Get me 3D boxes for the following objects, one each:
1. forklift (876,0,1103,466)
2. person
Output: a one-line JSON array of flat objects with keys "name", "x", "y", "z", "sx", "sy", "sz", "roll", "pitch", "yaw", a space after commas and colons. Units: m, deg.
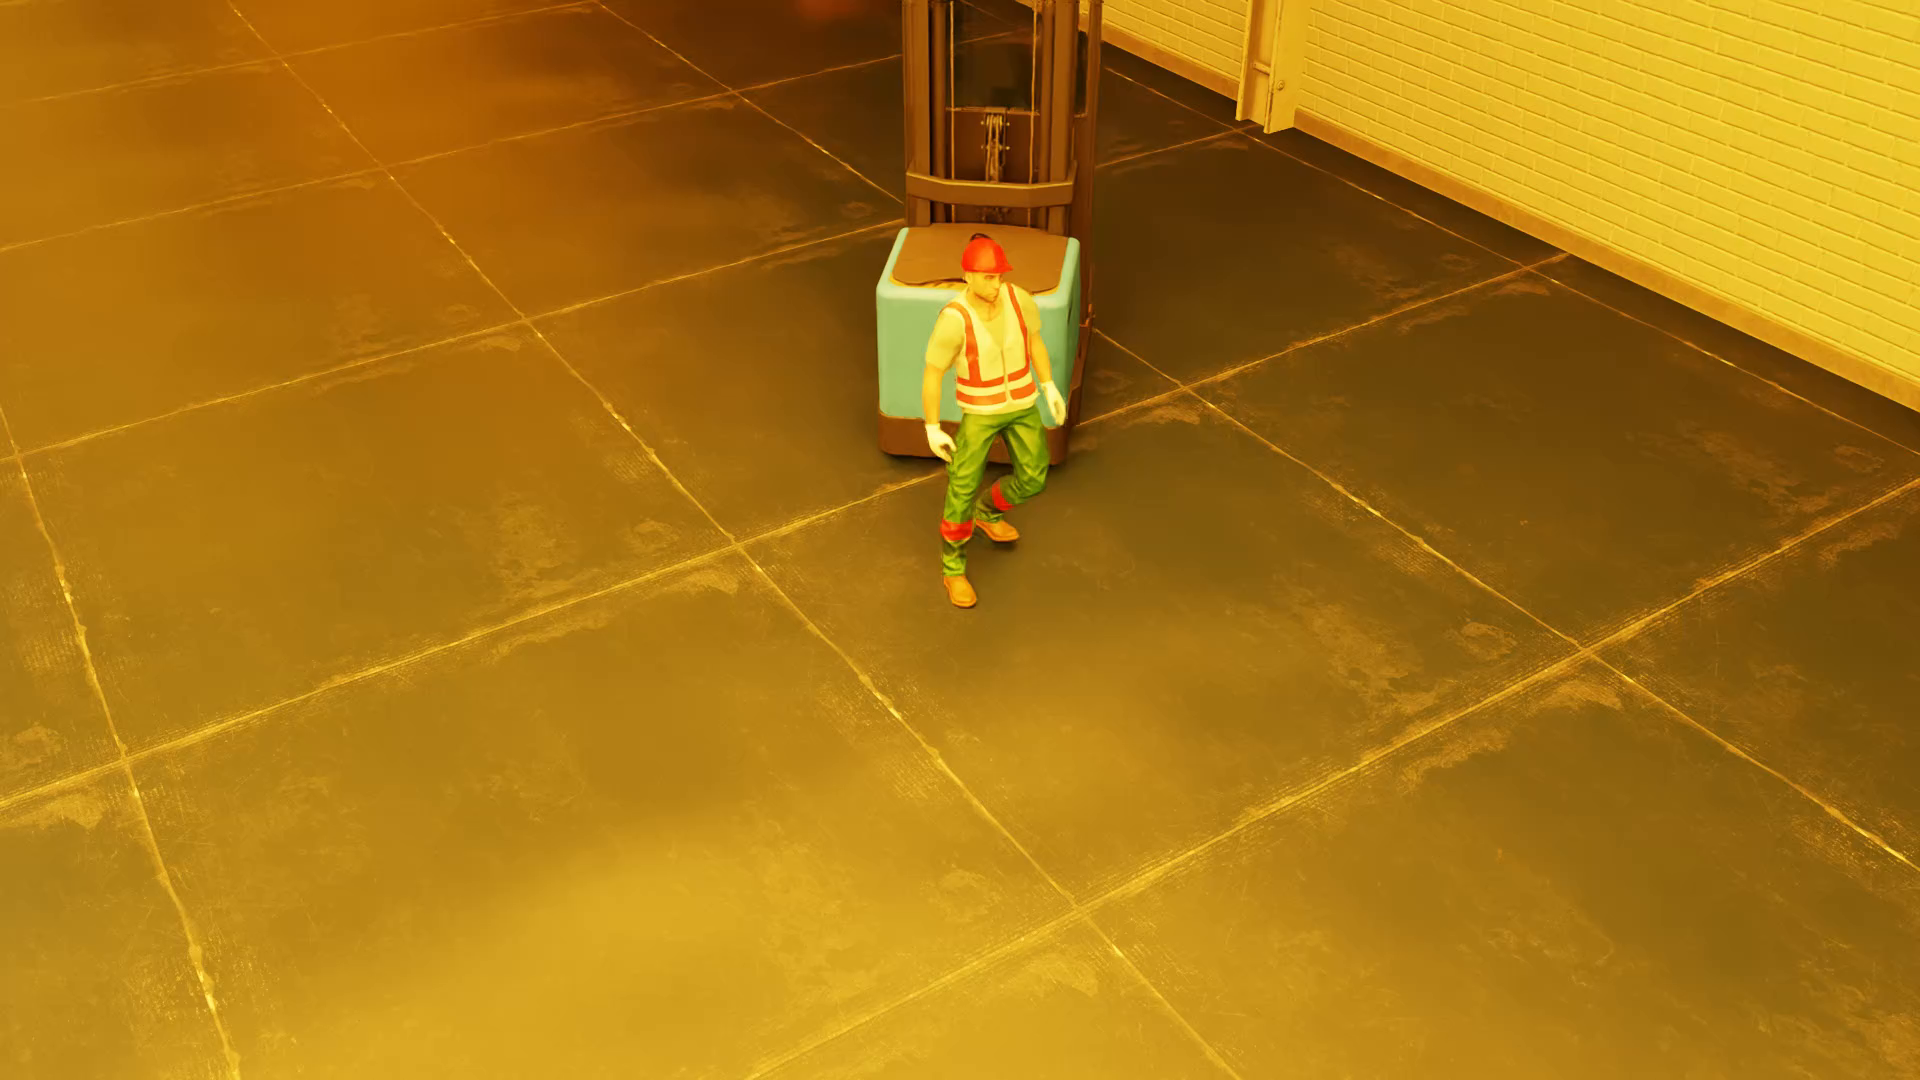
[{"name": "forklift", "x": 0.263, "y": -2.443, "z": 9.625, "sx": 1.130, "sy": 2.935, "sz": 3.031, "roll": 5, "pitch": 35, "yaw": 7}, {"name": "person", "x": 0.187, "y": -0.587, "z": 8.054, "sx": 0.733, "sy": 1.740, "sz": 0.664, "roll": -14, "pitch": 38, "yaw": -19}]
